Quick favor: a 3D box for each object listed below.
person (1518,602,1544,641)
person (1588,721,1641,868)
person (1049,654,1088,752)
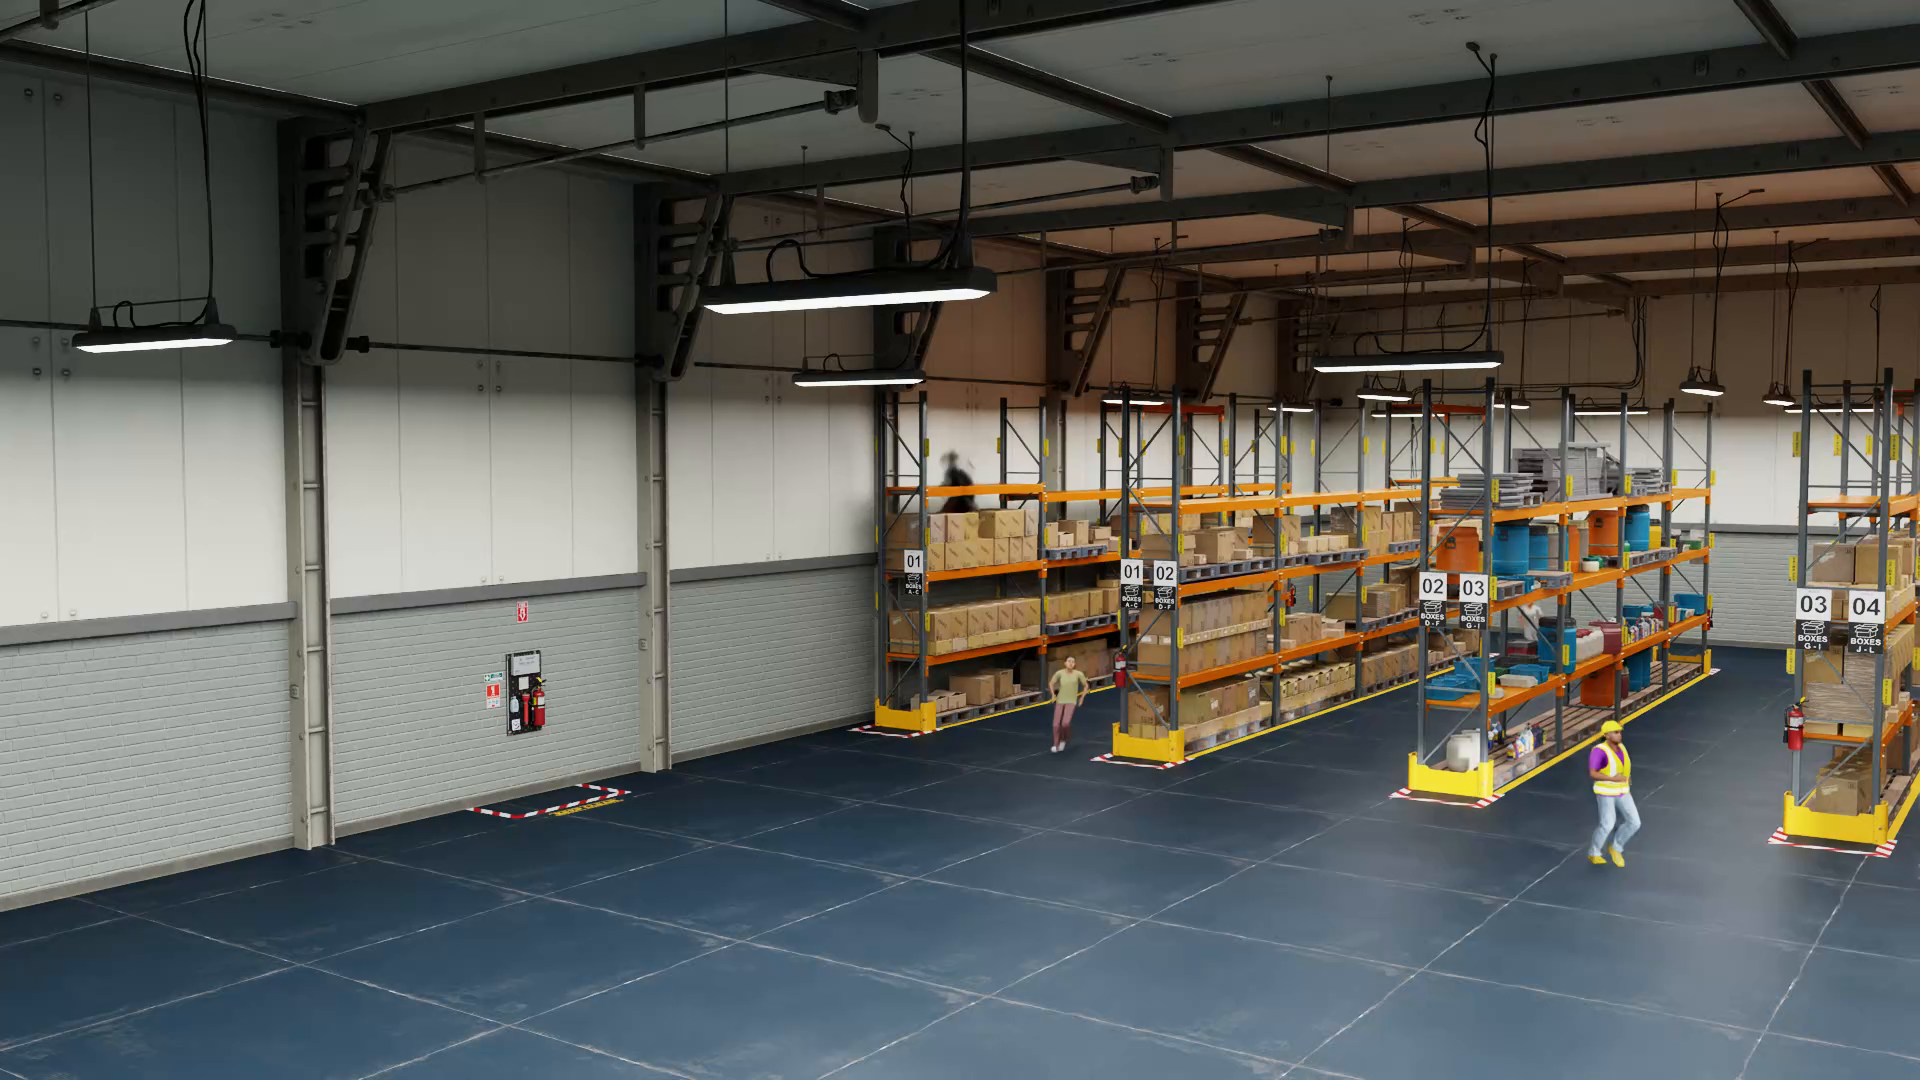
[{"bbox_3d":[13.132,2.080,38.257,0.567,1.639,0.724,1,3,20],"label":"person"},{"bbox_3d":[7.752,3.025,19.713,0.740,1.771,0.664,-1,3,-25],"label":"person"},{"bbox_3d":[1.751,2.680,27.208,0.640,1.620,0.578,1,3,15],"label":"person"}]
